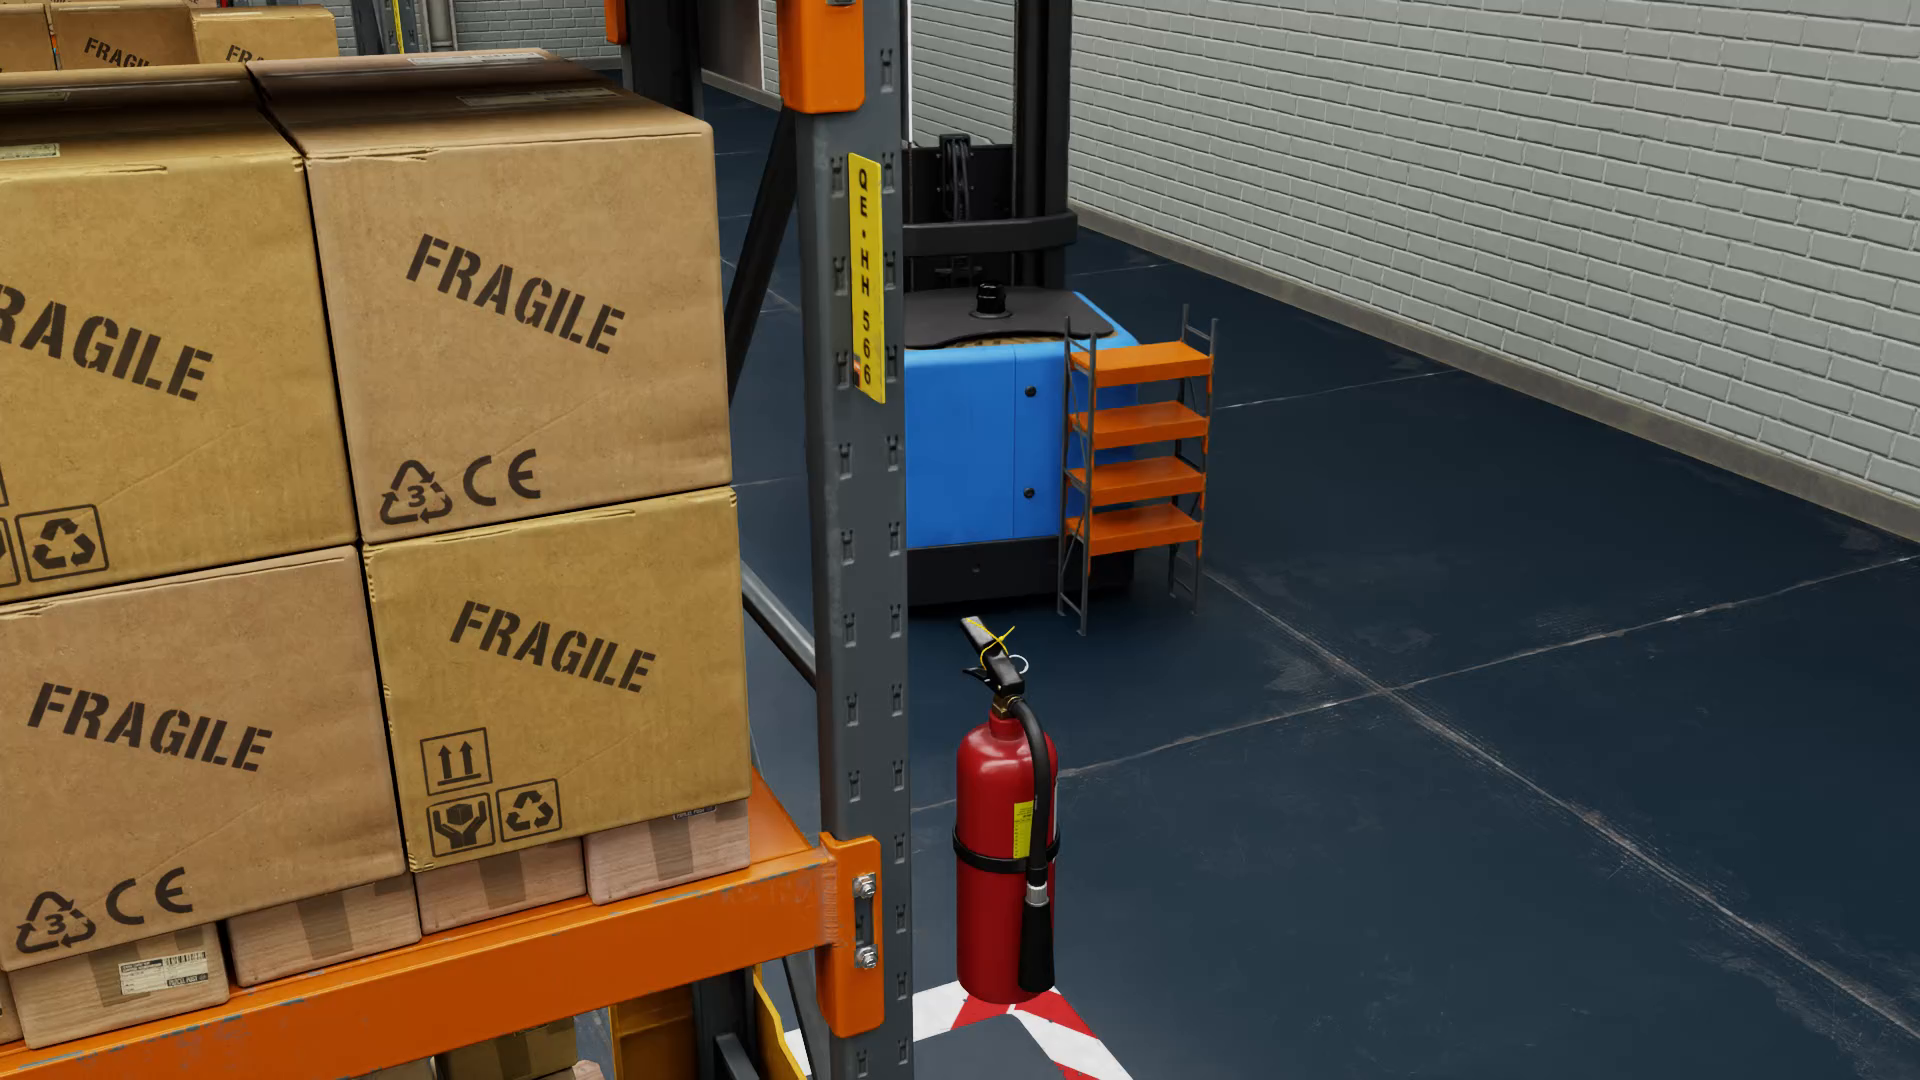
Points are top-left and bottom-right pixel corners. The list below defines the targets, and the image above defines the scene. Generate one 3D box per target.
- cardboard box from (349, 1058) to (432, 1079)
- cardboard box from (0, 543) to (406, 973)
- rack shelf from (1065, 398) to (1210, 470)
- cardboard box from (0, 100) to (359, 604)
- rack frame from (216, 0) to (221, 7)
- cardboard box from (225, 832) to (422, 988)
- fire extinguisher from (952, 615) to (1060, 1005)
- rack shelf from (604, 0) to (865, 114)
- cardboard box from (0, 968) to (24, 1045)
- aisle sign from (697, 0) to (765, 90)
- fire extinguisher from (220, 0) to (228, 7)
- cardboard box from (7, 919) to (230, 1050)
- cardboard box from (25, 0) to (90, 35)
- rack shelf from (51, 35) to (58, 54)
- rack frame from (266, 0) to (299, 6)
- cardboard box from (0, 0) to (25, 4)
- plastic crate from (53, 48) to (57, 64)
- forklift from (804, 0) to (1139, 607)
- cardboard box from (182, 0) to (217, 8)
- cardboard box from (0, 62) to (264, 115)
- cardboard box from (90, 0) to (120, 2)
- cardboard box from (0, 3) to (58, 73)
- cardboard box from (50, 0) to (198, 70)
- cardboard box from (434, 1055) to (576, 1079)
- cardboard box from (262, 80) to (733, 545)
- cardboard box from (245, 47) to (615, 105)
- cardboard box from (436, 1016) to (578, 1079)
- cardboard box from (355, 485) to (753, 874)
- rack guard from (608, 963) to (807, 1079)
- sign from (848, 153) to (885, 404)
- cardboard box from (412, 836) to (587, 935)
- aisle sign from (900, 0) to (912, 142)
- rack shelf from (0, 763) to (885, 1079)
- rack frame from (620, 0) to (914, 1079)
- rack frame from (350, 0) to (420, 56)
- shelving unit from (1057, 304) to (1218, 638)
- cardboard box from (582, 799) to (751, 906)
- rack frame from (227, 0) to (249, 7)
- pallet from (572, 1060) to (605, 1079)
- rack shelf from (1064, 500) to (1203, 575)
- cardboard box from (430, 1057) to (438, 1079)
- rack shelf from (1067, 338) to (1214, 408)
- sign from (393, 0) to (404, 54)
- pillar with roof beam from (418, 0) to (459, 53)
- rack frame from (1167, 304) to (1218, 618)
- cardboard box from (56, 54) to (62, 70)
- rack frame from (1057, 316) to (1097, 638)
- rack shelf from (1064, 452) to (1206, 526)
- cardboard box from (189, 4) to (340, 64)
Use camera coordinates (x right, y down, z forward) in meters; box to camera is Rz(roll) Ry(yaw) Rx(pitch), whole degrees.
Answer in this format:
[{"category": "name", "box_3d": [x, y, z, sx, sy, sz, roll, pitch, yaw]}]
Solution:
[{"category": "cardboard box", "box_3d": [-1.164, 1.040, 3.217, 0.250, 0.149, 0.380, -10, 24, -23]}, {"category": "cardboard box", "box_3d": [-1.108, 0.197, 2.331, 0.500, 0.500, 0.500, -11, 25, -24]}, {"category": "rack shelf", "box_3d": [0.661, -0.403, 6.243, 0.480, 0.148, 0.258, -8, 24, -19]}, {"category": "cardboard box", "box_3d": [-1.110, -0.266, 2.143, 0.500, 0.500, 0.500, -11, 25, -25]}, {"category": "rack frame", "box_3d": [-8.853, -6.713, 19.545, 0.127, 3.000, 1.000, -10, 25, -24]}, {"category": "cardboard box", "box_3d": [-0.980, 0.477, 2.505, 0.250, 0.149, 0.380, -11, 25, -24]}, {"category": "fire extinguisher", "box_3d": [0.079, 0.460, 2.807, 0.183, 0.674, 0.296, -10, 25, -24]}, {"category": "rack shelf", "box_3d": [-2.151, -0.588, 1.766, 4.000, 0.370, 1.077, -10, 25, -24]}, {"category": "cardboard box", "box_3d": [-1.450, 0.561, 2.302, 0.250, 0.149, 0.380, -12, 25, -26]}, {"category": "aisle sign", "box_3d": [-0.413, -1.182, 2.786, 0.004, 0.787, 0.394, -10, 25, -24]}, {"category": "fire extinguisher", "box_3d": [-8.517, -6.371, 19.308, 0.183, 0.674, 0.296, -10, 25, -24]}, {"category": "cardboard box", "box_3d": [-1.199, 0.527, 2.383, 0.250, 0.149, 0.380, -10, 24, -22]}, {"category": "cardboard box", "box_3d": [-7.905, -4.716, 14.591, 0.500, 0.500, 0.500, -10, 25, -23]}, {"category": "rack shelf", "box_3d": [-8.504, -4.342, 14.759, 4.000, 0.370, 1.077, -10, 25, -24]}, {"category": "rack frame", "box_3d": [-4.557, -3.299, 11.297, 0.127, 3.000, 1.000, -10, 25, -24]}, {"category": "cardboard box", "box_3d": [-8.359, -4.633, 14.390, 0.500, 0.500, 0.500, -11, 25, -24]}, {"category": "plastic crate", "box_3d": [-6.108, -3.103, 10.965, 0.300, 0.233, 0.416, -10, 25, -24]}, {"category": "forklift", "box_3d": [-0.128, -1.630, 7.355, 1.130, 2.935, 3.031, -5, 23, -12]}, {"category": "cardboard box", "box_3d": [-6.987, -4.885, 14.998, 0.500, 0.500, 0.500, -10, 24, -22]}, {"category": "cardboard box", "box_3d": [-1.320, -0.443, 2.570, 0.500, 0.500, 0.500, -10, 24, -22]}, {"category": "cardboard box", "box_3d": [-7.453, -4.797, 14.787, 0.500, 0.500, 0.500, -10, 25, -23]}, {"category": "cardboard box", "box_3d": [-3.873, -1.849, 6.622, 0.500, 0.500, 0.500, -11, 25, -25]}, {"category": "cardboard box", "box_3d": [-3.409, -1.937, 6.834, 0.500, 0.500, 0.500, -11, 25, -25]}, {"category": "cardboard box", "box_3d": [-0.932, 1.118, 3.416, 0.250, 0.149, 0.380, -9, 24, -21]}, {"category": "cardboard box", "box_3d": [-0.653, -0.350, 2.346, 0.500, 0.500, 0.500, -11, 25, -25]}, {"category": "cardboard box", "box_3d": [-0.868, -0.528, 2.778, 0.500, 0.500, 0.500, -11, 25, -24]}, {"category": "cardboard box", "box_3d": [-0.968, 0.952, 3.428, 0.250, 0.149, 0.380, -12, 25, -26]}, {"category": "cardboard box", "box_3d": [-0.642, 0.114, 2.534, 0.500, 0.500, 0.500, -10, 24, -23]}, {"category": "rack guard", "box_3d": [-0.417, 1.302, 3.452, 0.348, 0.500, 1.175, -10, 25, -24]}, {"category": "sign", "box_3d": [-0.126, -0.352, 2.252, 0.005, 0.325, 0.100, -10, 25, -24]}, {"category": "cardboard box", "box_3d": [-0.760, 0.430, 2.618, 0.250, 0.149, 0.380, -10, 25, -24]}, {"category": "aisle sign", "box_3d": [-0.153, -0.976, 2.286, 0.004, 0.787, 0.394, -10, 25, -24]}, {"category": "rack shelf", "box_3d": [-2.151, 0.798, 2.340, 4.000, 0.370, 1.077, -10, 25, -24]}, {"category": "rack frame", "box_3d": [-0.350, 0.133, 3.007, 0.053, 2.616, 0.949, -10, 25, -24]}, {"category": "rack frame", "box_3d": [-2.409, -1.592, 7.174, 0.127, 3.000, 1.000, -10, 25, -24]}, {"category": "shelving unit", "box_3d": [0.661, -0.258, 6.303, 0.503, 1.200, 0.258, -8, 24, -19]}, {"category": "cardboard box", "box_3d": [-0.520, 0.402, 2.686, 0.250, 0.149, 0.380, -10, 25, -24]}, {"category": "rack frame", "box_3d": [-6.702, -5.006, 15.423, 0.127, 3.000, 1.000, -10, 25, -24]}, {"category": "pallet", "box_3d": [-1.164, 1.558, 3.211, 1.213, 0.211, 1.003, -10, 25, -24]}, {"category": "rack shelf", "box_3d": [0.661, -0.013, 6.406, 0.480, 0.148, 0.258, -8, 24, -19]}, {"category": "cardboard box", "box_3d": [-0.960, 1.234, 3.525, 0.250, 0.149, 0.380, -10, 24, -23]}, {"category": "rack shelf", "box_3d": [0.662, -0.621, 6.151, 0.480, 0.148, 0.258, -8, 24, -19]}, {"category": "sign", "box_3d": [-2.186, -2.047, 6.450, 0.005, 0.325, 0.100, -10, 25, -24]}, {"category": "pillar with roof beam", "box_3d": [-4.929, -8.747, 16.616, 0.400, 9.000, 9.100, -10, 25, -24]}, {"category": "rack frame", "box_3d": [0.889, -0.292, 6.385, 0.015, 1.200, 0.240, -8, 24, -19]}, {"category": "cardboard box", "box_3d": [-10.345, -5.435, 19.177, 0.500, 0.500, 0.700, -11, 25, -25]}, {"category": "rack frame", "box_3d": [0.434, -0.225, 6.222, 0.015, 1.200, 0.240, -8, 24, -19]}, {"category": "rack shelf", "box_3d": [0.661, -0.196, 6.330, 0.480, 0.148, 0.258, -8, 24, -19]}, {"category": "cardboard box", "box_3d": [-2.734, -1.835, 6.588, 0.500, 0.500, 0.500, -10, 25, -23]}]
